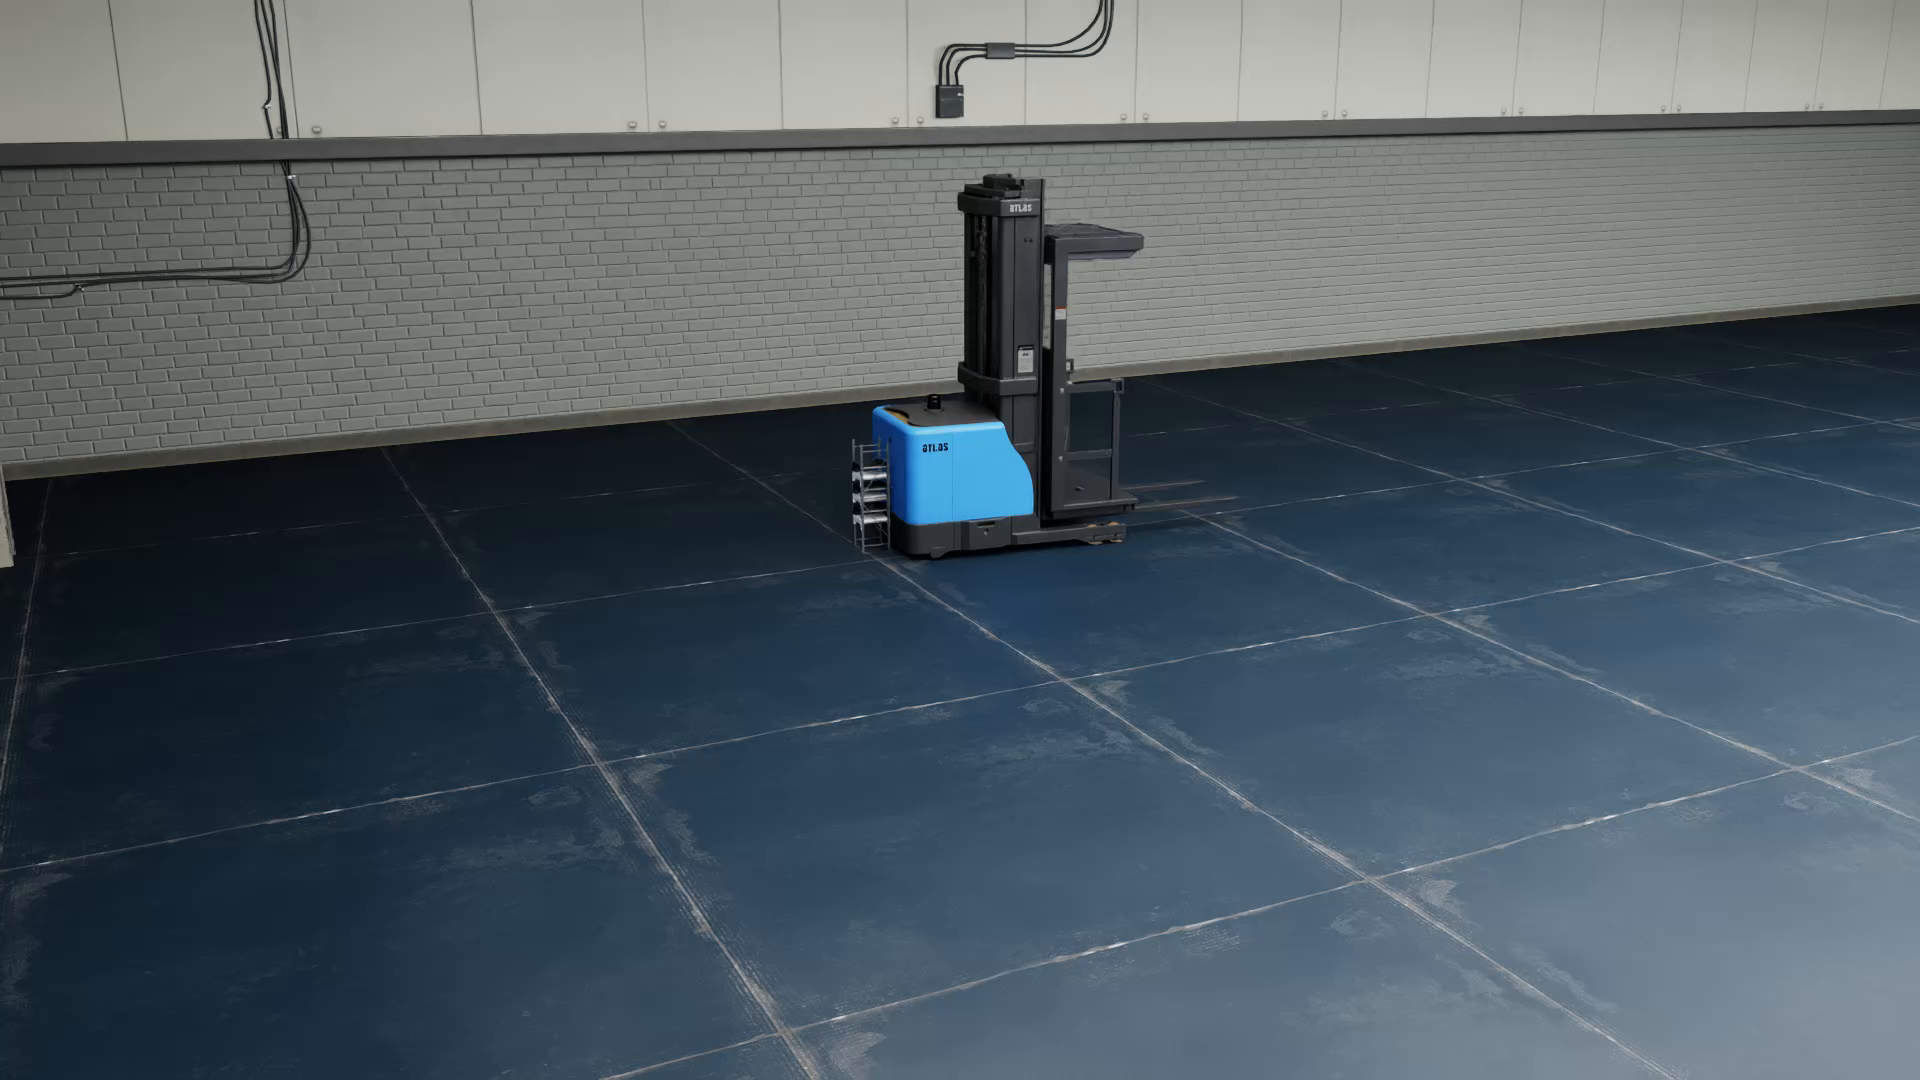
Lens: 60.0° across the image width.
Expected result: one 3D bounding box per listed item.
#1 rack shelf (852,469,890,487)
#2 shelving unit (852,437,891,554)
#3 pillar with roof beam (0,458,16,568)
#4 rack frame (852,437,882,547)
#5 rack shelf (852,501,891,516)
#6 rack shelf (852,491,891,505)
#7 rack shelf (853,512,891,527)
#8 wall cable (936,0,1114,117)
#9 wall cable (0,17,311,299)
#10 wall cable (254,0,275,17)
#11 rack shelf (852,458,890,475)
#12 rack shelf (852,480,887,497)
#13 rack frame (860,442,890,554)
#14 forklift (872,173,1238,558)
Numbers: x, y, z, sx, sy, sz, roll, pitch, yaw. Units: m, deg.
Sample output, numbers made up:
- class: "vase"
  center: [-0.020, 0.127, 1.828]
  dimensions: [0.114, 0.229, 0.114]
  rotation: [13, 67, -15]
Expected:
- class: "rack shelf"
  center: [-0.713, -0.500, 13.329]
  dimensions: [0.258, 0.077, 0.200]
  rotation: [-6, 17, -21]
- class: "shelving unit"
  center: [-0.713, -0.359, 13.370]
  dimensions: [0.258, 0.900, 0.210]
  rotation: [-6, 17, -21]
- class: "pillar with roof beam"
  center: [-3.779, -4.672, 13.716]
  dimensions: [9.100, 9.000, 0.400]
  rotation: [-8, 18, -25]
- class: "rack frame"
  center: [-0.750, -0.385, 13.461]
  dimensions: [0.240, 0.900, 0.006]
  rotation: [-6, 17, -21]
- class: "rack shelf"
  center: [-0.713, -0.240, 13.404]
  dimensions: [0.258, 0.077, 0.200]
  rotation: [-6, 17, -21]
- class: "rack shelf"
  center: [-0.713, -0.327, 13.379]
  dimensions: [0.258, 0.077, 0.200]
  rotation: [-6, 17, -21]
- class: "rack shelf"
  center: [-0.713, -0.154, 13.428]
  dimensions: [0.258, 0.077, 0.200]
  rotation: [-6, 17, -21]
- class: "wall cable"
  center: [0.790, -7.820, 18.520]
  dimensions: [2.305, 6.003, 0.169]
  rotation: [-8, 18, -25]
- class: "wall cable"
  center: [-7.750, -3.549, 15.434]
  dimensions: [3.097, 2.526, 0.112]
  rotation: [-8, 18, -25]
- class: "wall cable"
  center: [-5.319, -6.304, 15.876]
  dimensions: [3.097, 2.526, 0.112]
  rotation: [-8, 18, -25]
- class: "rack shelf"
  center: [-0.713, -0.586, 13.304]
  dimensions: [0.258, 0.077, 0.200]
  rotation: [-6, 17, -21]
- class: "rack shelf"
  center: [-0.713, -0.413, 13.354]
  dimensions: [0.258, 0.077, 0.200]
  rotation: [-6, 17, -21]
- class: "rack frame"
  center: [-0.676, -0.333, 13.279]
  dimensions: [0.240, 0.900, 0.006]
  rotation: [-6, 17, -21]
- class: "forklift"
  center: [0.838, -1.497, 13.654]
  dimensions: [3.031, 2.935, 1.130]
  rotation: [-6, 17, -19]
